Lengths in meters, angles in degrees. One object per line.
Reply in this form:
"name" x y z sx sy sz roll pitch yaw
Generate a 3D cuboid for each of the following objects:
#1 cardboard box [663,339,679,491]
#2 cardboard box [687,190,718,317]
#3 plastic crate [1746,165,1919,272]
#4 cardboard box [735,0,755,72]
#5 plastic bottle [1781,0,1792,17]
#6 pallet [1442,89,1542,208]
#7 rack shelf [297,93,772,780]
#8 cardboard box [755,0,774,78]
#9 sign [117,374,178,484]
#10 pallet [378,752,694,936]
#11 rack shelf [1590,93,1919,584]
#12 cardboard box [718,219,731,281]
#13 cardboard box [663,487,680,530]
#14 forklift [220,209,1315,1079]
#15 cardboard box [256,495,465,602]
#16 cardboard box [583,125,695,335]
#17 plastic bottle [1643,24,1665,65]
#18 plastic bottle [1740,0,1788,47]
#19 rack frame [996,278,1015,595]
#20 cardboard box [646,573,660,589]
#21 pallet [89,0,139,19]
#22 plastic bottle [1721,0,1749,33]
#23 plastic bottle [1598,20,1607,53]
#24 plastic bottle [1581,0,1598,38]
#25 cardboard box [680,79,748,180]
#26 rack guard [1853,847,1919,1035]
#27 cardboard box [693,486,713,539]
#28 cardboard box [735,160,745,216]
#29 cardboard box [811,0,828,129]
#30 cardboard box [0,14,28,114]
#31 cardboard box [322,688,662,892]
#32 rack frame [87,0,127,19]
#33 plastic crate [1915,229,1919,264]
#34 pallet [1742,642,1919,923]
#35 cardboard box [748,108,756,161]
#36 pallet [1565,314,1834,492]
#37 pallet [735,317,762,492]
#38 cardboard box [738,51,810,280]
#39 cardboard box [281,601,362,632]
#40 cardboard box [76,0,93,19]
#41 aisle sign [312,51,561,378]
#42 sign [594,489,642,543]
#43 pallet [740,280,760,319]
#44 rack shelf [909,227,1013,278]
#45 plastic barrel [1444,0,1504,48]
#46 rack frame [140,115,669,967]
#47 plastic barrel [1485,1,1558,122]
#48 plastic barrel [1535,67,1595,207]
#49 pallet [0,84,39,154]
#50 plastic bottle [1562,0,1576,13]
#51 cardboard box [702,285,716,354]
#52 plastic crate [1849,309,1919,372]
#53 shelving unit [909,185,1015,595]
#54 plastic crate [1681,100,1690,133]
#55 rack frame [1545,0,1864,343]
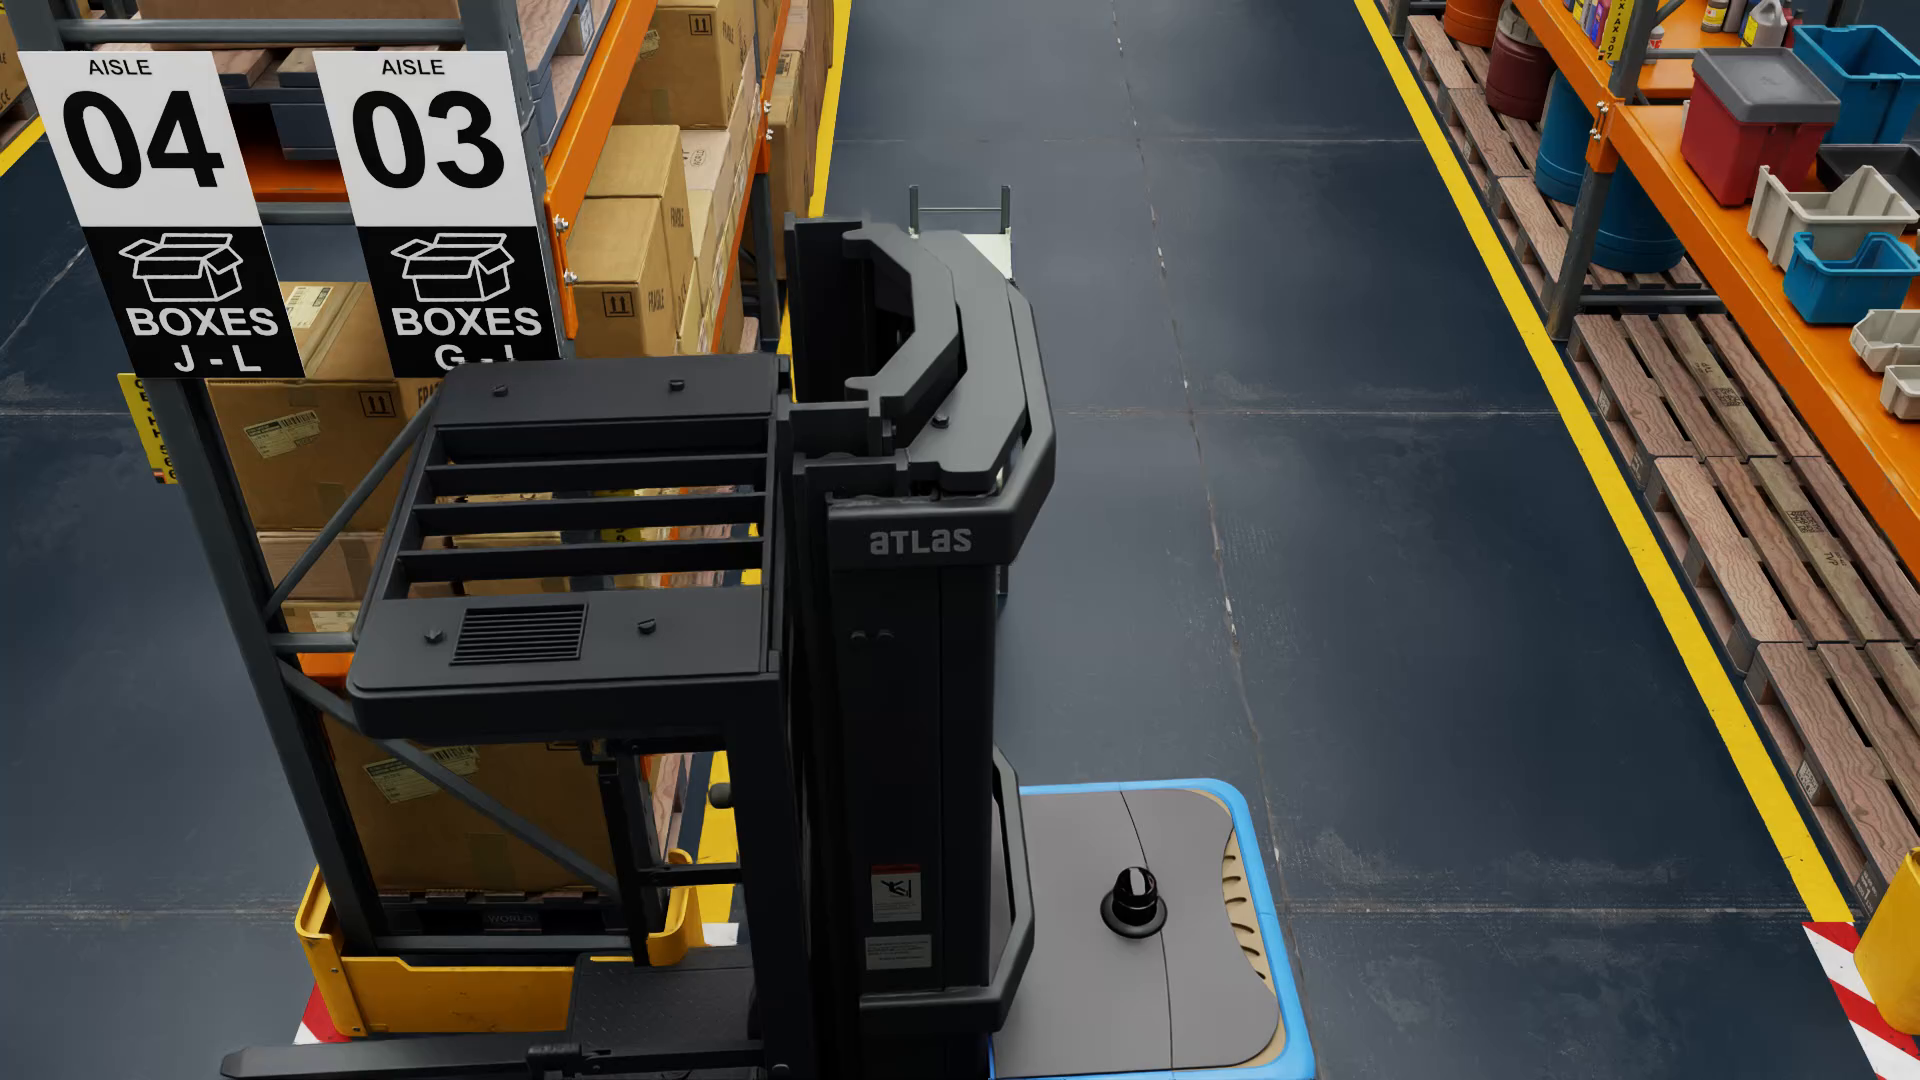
"cardboard box" -1.158 -0.399 5.232 0.500 0.250 0.500 0 39 -1
"cardboard box" -1.161 -1.040 6.031 0.500 0.250 0.500 -1 39 -1
"plastic crate" 3.345 -1.244 6.450 0.437 0.282 0.530 0 39 0
"cardboard box" -1.157 -2.281 6.980 0.500 0.500 0.500 1 39 1
"plastic bottle" 3.954 -2.489 8.050 0.061 0.283 0.133 0 39 0
"pallet" 3.564 -2.381 10.052 1.003 0.211 1.213 0 39 0
"rack shelf" -1.423 -0.686 6.283 1.077 0.370 4.000 0 39 0
"cardboard box" -1.176 -2.545 7.947 0.500 0.500 0.500 0 39 0
"sign" -1.963 -0.269 4.072 0.100 0.325 0.005 0 39 0
"pallet" -1.500 0.872 5.993 1.003 0.211 1.213 0 39 0
"rack shelf" 3.530 -0.690 6.288 1.077 0.370 4.000 0 39 0
"cardboard box" -1.095 -1.126 6.457 0.380 0.149 0.250 -1 39 -1
"cardboard box" -1.093 -0.161 5.253 0.380 0.149 0.250 -1 39 -1
"forklift" -0.666 0.721 4.007 3.031 2.935 1.130 -2 39 -3
"cardboard box" -1.686 -0.077 4.829 0.500 0.250 0.500 -1 39 -1
"cardboard box" -1.158 -1.004 5.386 0.500 0.500 0.500 -1 39 -1
"plastic bottle" 3.329 -2.402 8.007 0.097 0.201 0.097 0 39 0
"plastic bottle" 3.851 -2.448 7.945 0.144 0.351 0.185 0 39 0
"rack frame" 0.000 -0.361 6.501 0.400 1.500 0.023 0 39 0
"cardboard box" -1.091 0.159 4.853 0.380 0.149 0.250 0 39 0
"pallet" -6.315 -4.184 12.302 1.003 0.211 1.213 0 39 0
"plastic bottle" 3.908 -2.692 8.309 0.152 0.276 0.135 0 39 0
"plastic bottle" 3.177 -2.463 8.083 0.097 0.201 0.097 0 39 0
"plastic bottle" 3.204 -2.648 8.254 0.152 0.276 0.135 0 39 0
"cardboard box" -1.159 -1.676 6.825 0.500 0.250 0.500 1 39 1
"rack guard" 3.545 1.270 5.265 1.175 0.500 0.348 0 39 0
"cardboard box" -1.503 -0.577 6.935 0.875 0.875 0.875 0 39 0
"cardboard box" -1.096 -1.447 6.858 0.380 0.149 0.250 1 39 1
"cardboard box" -1.456 -3.065 10.039 1.225 0.875 0.875 0 39 0
"cardboard box" -6.114 -2.901 10.134 0.500 0.500 0.500 -2 39 -2
"cardboard box" -1.501 0.549 5.530 0.875 0.875 0.875 0 39 0
"rack frame" -6.390 -4.779 10.815 1.000 3.000 0.127 0 39 0
"plastic crate" 3.830 -1.053 6.328 0.293 0.136 0.466 0 39 0
"pallet" 3.570 0.852 6.018 1.003 0.211 1.213 0 39 0
"cardboard box" -1.097 -1.768 7.258 0.380 0.149 0.250 1 39 1
"pallet" 3.567 -0.673 7.922 1.003 0.211 1.213 0 39 0
"pallet" -1.502 -0.654 7.897 1.003 0.211 1.213 0 39 0
"cardboard box" -1.446 -1.953 8.651 1.225 0.875 0.875 0 39 0
"cardboard box" -1.750 0.159 4.854 0.380 0.149 0.250 1 39 1
"cardboard box" -6.128 -3.556 10.952 0.500 0.500 0.500 0 39 0
"aisle sign" -1.120 -0.686 3.629 0.394 0.787 0.004 0 39 0
"sign" -0.866 -0.082 4.198 0.100 0.325 0.005 0 39 0
"pallet" -1.501 -1.612 9.093 1.003 0.211 1.213 0 39 0
"rack shelf" 0.000 -0.894 6.542 0.431 0.370 0.720 0 39 0
"plastic barrel" 3.541 -3.734 10.910 0.600 0.830 0.708 0 39 0
"rack frame" -1.421 0.284 4.498 1.000 3.000 0.127 0 39 0
"plastic barrel" 3.542 -2.934 10.104 0.600 0.588 0.708 0 39 0
"plastic barrel" 3.543 -2.349 9.125 0.600 0.901 0.708 0 39 0
"pallet" -6.392 -2.441 10.127 1.003 0.211 1.213 0 39 0
"plastic bottle" 3.199 -2.892 8.500 0.144 0.351 0.185 0 39 0
"cardboard box" -1.094 -0.803 6.054 0.380 0.149 0.250 -1 39 -1
"plastic crate" 3.321 -0.691 5.876 0.298 0.136 0.250 0 39 0
"shelving unit" 0.000 -0.589 6.786 0.431 1.500 0.755 0 39 0
"plastic crate" 3.385 -1.851 7.324 0.396 0.136 0.243 0 39 0
"rack frame" 3.528 -2.221 7.623 1.000 3.000 0.127 0 39 0
